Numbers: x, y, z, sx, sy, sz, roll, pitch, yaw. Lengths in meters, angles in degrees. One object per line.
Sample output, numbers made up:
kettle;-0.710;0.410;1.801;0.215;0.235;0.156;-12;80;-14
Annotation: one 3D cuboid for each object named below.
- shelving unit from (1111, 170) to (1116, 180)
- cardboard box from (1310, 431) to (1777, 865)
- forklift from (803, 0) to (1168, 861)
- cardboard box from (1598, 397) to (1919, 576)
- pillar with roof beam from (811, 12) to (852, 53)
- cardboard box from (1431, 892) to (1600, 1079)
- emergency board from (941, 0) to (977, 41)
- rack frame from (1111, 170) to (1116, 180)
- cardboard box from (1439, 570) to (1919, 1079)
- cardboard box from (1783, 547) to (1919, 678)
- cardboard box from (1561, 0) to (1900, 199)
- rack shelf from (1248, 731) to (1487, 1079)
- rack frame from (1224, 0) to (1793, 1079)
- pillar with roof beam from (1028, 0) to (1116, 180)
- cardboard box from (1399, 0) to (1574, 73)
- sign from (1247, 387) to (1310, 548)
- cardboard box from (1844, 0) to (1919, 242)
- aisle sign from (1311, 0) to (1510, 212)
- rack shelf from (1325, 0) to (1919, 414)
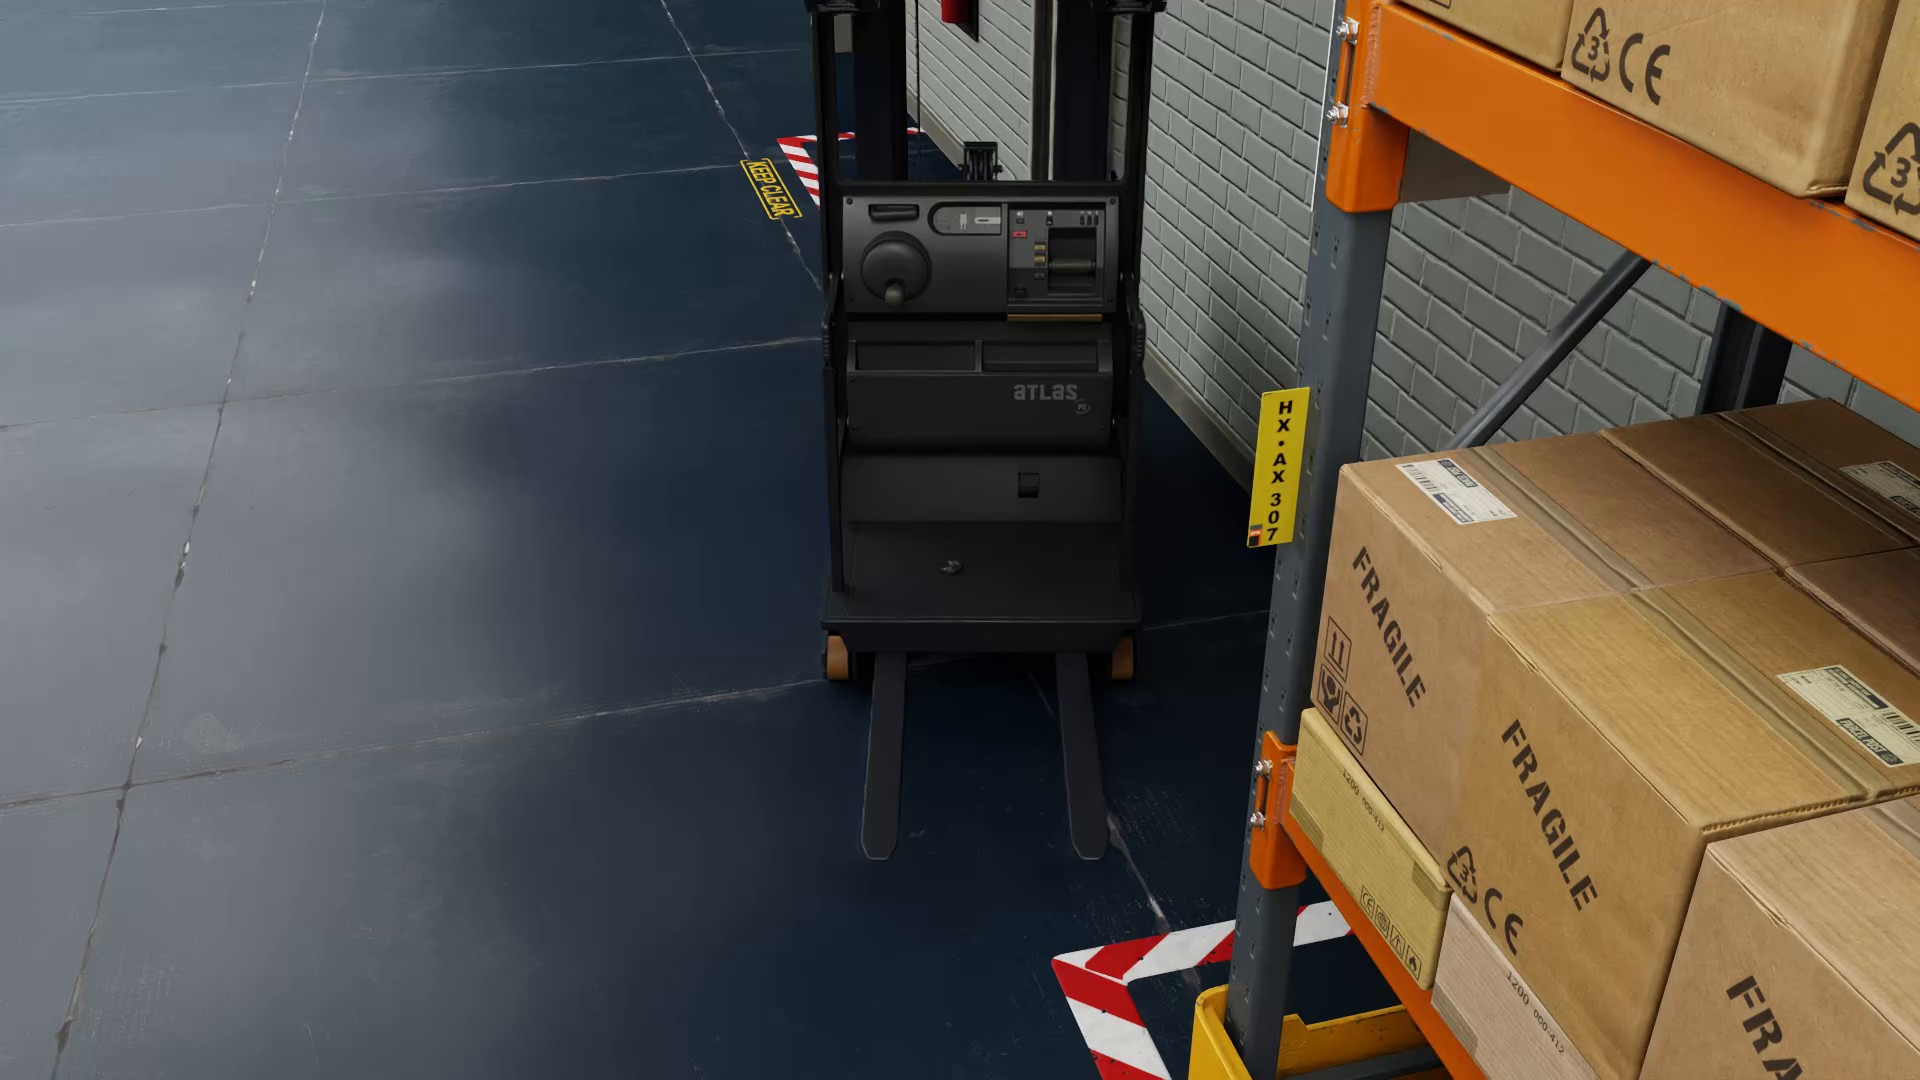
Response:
shelving unit;0.562;-0.997;7.274;0.258;1.200;0.189;-5;30;-9
cardboard box;0.960;0.171;2.841;0.500;0.500;0.500;-8;31;-13
forklift;0.072;-0.925;5.423;1.130;2.935;3.031;0;30;0
cardboard box;1.453;0.100;2.964;0.500;0.500;0.500;-8;31;-14
pillar with roof beam;-5.193;-7.428;10.599;9.100;9.000;0.400;-8;31;-13
cardboard box;1.098;0.752;2.586;0.500;0.250;0.500;-9;31;-15
emergency board;-0.069;-3.704;10.155;0.194;1.169;0.643;-8;31;-13
rack frame;0.545;-1.042;7.352;0.240;1.200;0.006;-5;30;-9
cardboard box;1.081;0.411;2.426;0.500;0.500;0.500;-8;31;-13
cardboard box;1.577;0.345;2.541;0.500;0.500;0.500;-7;31;-13
cardboard box;1.079;-0.722;1.889;0.500;0.500;0.500;-6;31;-10
rack shelf;1.654;1.446;1.975;1.077;0.370;4.000;-8;31;-13
rack frame;1.123;0.169;3.463;1.000;3.000;0.127;-8;31;-13
pillar with roof beam;-3.600;-4.530;5.593;9.100;9.000;0.400;-8;31;-13
cardboard box;0.971;-0.986;2.345;0.500;0.500;0.500;-7;31;-12
sign;0.600;-0.133;3.122;0.100;0.325;0.005;-8;31;-13
cardboard box;1.220;-0.472;1.457;0.500;0.500;0.500;-6;31;-11
aisle sign;0.815;-0.951;2.803;0.394;0.787;0.004;-8;31;-13
rack shelf;1.654;0.148;1.223;1.077;0.370;4.000;-8;31;-13
